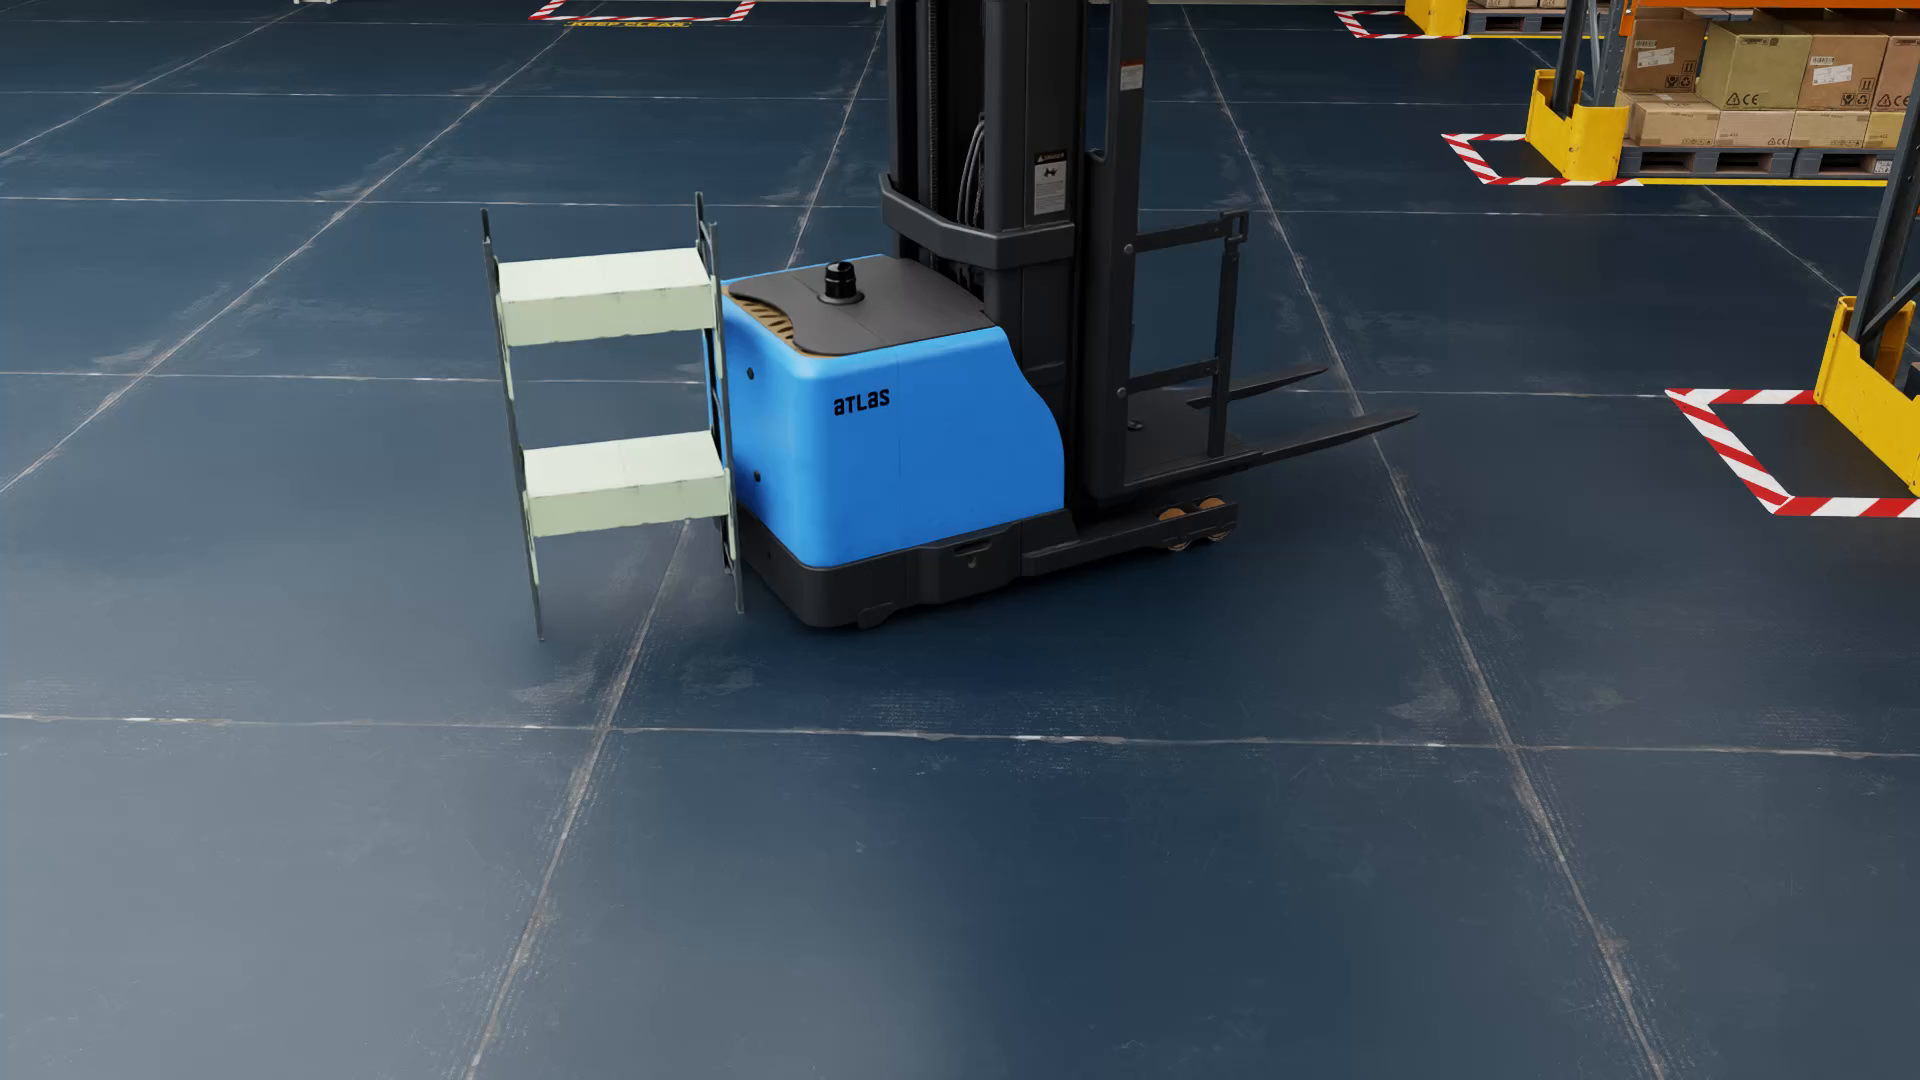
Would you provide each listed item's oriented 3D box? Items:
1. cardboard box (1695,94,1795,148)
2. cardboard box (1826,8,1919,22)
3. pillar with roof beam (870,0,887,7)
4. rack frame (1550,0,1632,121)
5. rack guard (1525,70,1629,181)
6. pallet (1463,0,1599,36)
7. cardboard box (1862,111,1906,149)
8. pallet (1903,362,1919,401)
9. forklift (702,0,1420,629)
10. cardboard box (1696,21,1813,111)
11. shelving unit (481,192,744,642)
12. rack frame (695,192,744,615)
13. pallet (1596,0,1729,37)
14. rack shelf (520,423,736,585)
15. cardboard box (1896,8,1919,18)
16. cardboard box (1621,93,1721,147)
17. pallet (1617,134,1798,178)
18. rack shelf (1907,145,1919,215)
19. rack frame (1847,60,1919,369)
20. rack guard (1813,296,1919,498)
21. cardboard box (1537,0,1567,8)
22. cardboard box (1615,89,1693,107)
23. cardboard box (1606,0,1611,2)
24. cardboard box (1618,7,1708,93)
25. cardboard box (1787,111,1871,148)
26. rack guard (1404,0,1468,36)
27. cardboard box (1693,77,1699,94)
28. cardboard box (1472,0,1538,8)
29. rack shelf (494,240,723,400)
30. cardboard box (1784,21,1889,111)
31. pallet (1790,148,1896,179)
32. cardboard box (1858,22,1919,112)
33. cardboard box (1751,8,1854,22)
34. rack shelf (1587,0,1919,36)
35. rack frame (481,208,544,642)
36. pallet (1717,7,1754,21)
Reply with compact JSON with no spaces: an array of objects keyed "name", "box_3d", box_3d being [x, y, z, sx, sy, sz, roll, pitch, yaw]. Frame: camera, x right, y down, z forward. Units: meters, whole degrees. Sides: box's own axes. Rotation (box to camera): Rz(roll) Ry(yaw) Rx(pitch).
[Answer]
[{"name":"cardboard box","box_3d":[5.406,-2.907,11.518,0.500,0.250,0.500,1,28,2]},{"name":"cardboard box","box_3d":[6.424,-3.469,11.779,0.500,0.500,0.500,1,28,2]},{"name":"pillar with roof beam","box_3d":[-0.869,-7.502,11.294,0.400,9.000,9.100,1,28,2]},{"name":"rack frame","box_3d":[4.378,-4.055,11.198,0.127,3.000,1.000,1,28,2]},{"name":"rack guard","box_3d":[4.354,-2.951,11.784,0.348,0.500,1.175,1,28,2]},{"name":"pallet","box_3d":[5.436,-5.111,16.166,1.213,0.211,1.003,1,28,2]},{"name":"cardboard box","box_3d":[6.406,-2.888,11.482,0.500,0.250,0.500,1,28,2]},{"name":"pallet","box_3d":[5.089,-0.510,7.486,1.213,0.211,1.003,1,28,2]},{"name":"forklift","box_3d":[0.544,-1.453,6.362,3.031,2.935,1.130,-14,31,-25]},{"name":"cardboard box","box_3d":[5.406,-3.237,11.341,0.500,0.500,0.500,1,28,2]},{"name":"shelving unit","box_3d":[-1.223,-0.428,5.956,0.755,1.500,0.431,-7,29,-13]},{"name":"rack frame","box_3d":[-0.870,-0.473,6.041,0.023,1.500,0.400,-7,29,-13]},{"name":"pallet","box_3d":[6.652,-5.089,16.125,1.213,0.211,1.003,1,28,2]},{"name":"rack shelf","box_3d":[-1.223,-0.140,6.109,0.720,0.370,0.431,-7,29,-13]},{"name":"cardboard box","box_3d":[6.924,-3.462,11.765,0.500,0.500,0.500,1,28,2]},{"name":"cardboard box","box_3d":[4.907,-2.913,11.530,0.500,0.250,0.500,1,28,2]},{"name":"pallet","box_3d":[5.144,-2.830,11.864,1.213,0.211,1.003,1,28,2]},{"name":"rack shelf","box_3d":[6.199,-1.386,6.930,4.000,0.370,1.077,1,28,2]},{"name":"rack frame","box_3d":[4.200,-1.737,6.824,0.127,3.000,1.000,1,28,2]},{"name":"rack guard","box_3d":[4.277,-0.653,7.449,0.348,0.500,1.175,1,28,2]},{"name":"cardboard box","box_3d":[5.808,-5.318,15.980,0.500,0.311,0.500,3,28,6]},{"name":"cardboard box","box_3d":[4.925,-3.156,11.987,0.500,0.250,0.500,1,28,2]},{"name":"cardboard box","box_3d":[6.539,-5.366,15.868,0.500,0.500,0.700,-1,28,-1]},{"name":"cardboard box","box_3d":[4.925,-3.488,11.814,0.500,0.500,0.500,1,28,2]},{"name":"cardboard box","box_3d":[5.906,-2.898,11.502,0.500,0.250,0.500,1,28,2]},{"name":"rack guard","box_3d":[4.625,-5.269,16.155,0.348,0.500,1.175,1,28,2]},{"name":"cardboard box","box_3d":[5.425,-3.153,11.982,0.500,0.250,0.500,1,28,2]},{"name":"cardboard box","box_3d":[5.238,-5.327,15.997,0.500,0.311,0.500,-2,28,-4]},{"name":"rack shelf","box_3d":[-1.223,-0.773,5.773,0.720,0.370,0.431,-7,29,-13]},{"name":"cardboard box","box_3d":[5.906,-3.235,11.336,0.500,0.500,0.500,1,28,2]},{"name":"pallet","box_3d":[6.360,-2.809,11.823,1.213,0.211,1.003,1,28,2]},{"name":"cardboard box","box_3d":[6.405,-3.218,11.305,0.500,0.500,0.500,1,28,2]},{"name":"cardboard box","box_3d":[5.925,-3.478,11.795,0.500,0.500,0.500,1,28,2]},{"name":"rack shelf","box_3d":[6.377,-3.705,11.304,4.000,0.370,1.077,1,28,2]},{"name":"rack frame","box_3d":[-1.577,-0.383,5.871,0.023,1.500,0.400,-7,29,-13]},{"name":"pallet","box_3d":[7.875,-5.071,16.090,1.213,0.211,1.003,1,28,2]}]
